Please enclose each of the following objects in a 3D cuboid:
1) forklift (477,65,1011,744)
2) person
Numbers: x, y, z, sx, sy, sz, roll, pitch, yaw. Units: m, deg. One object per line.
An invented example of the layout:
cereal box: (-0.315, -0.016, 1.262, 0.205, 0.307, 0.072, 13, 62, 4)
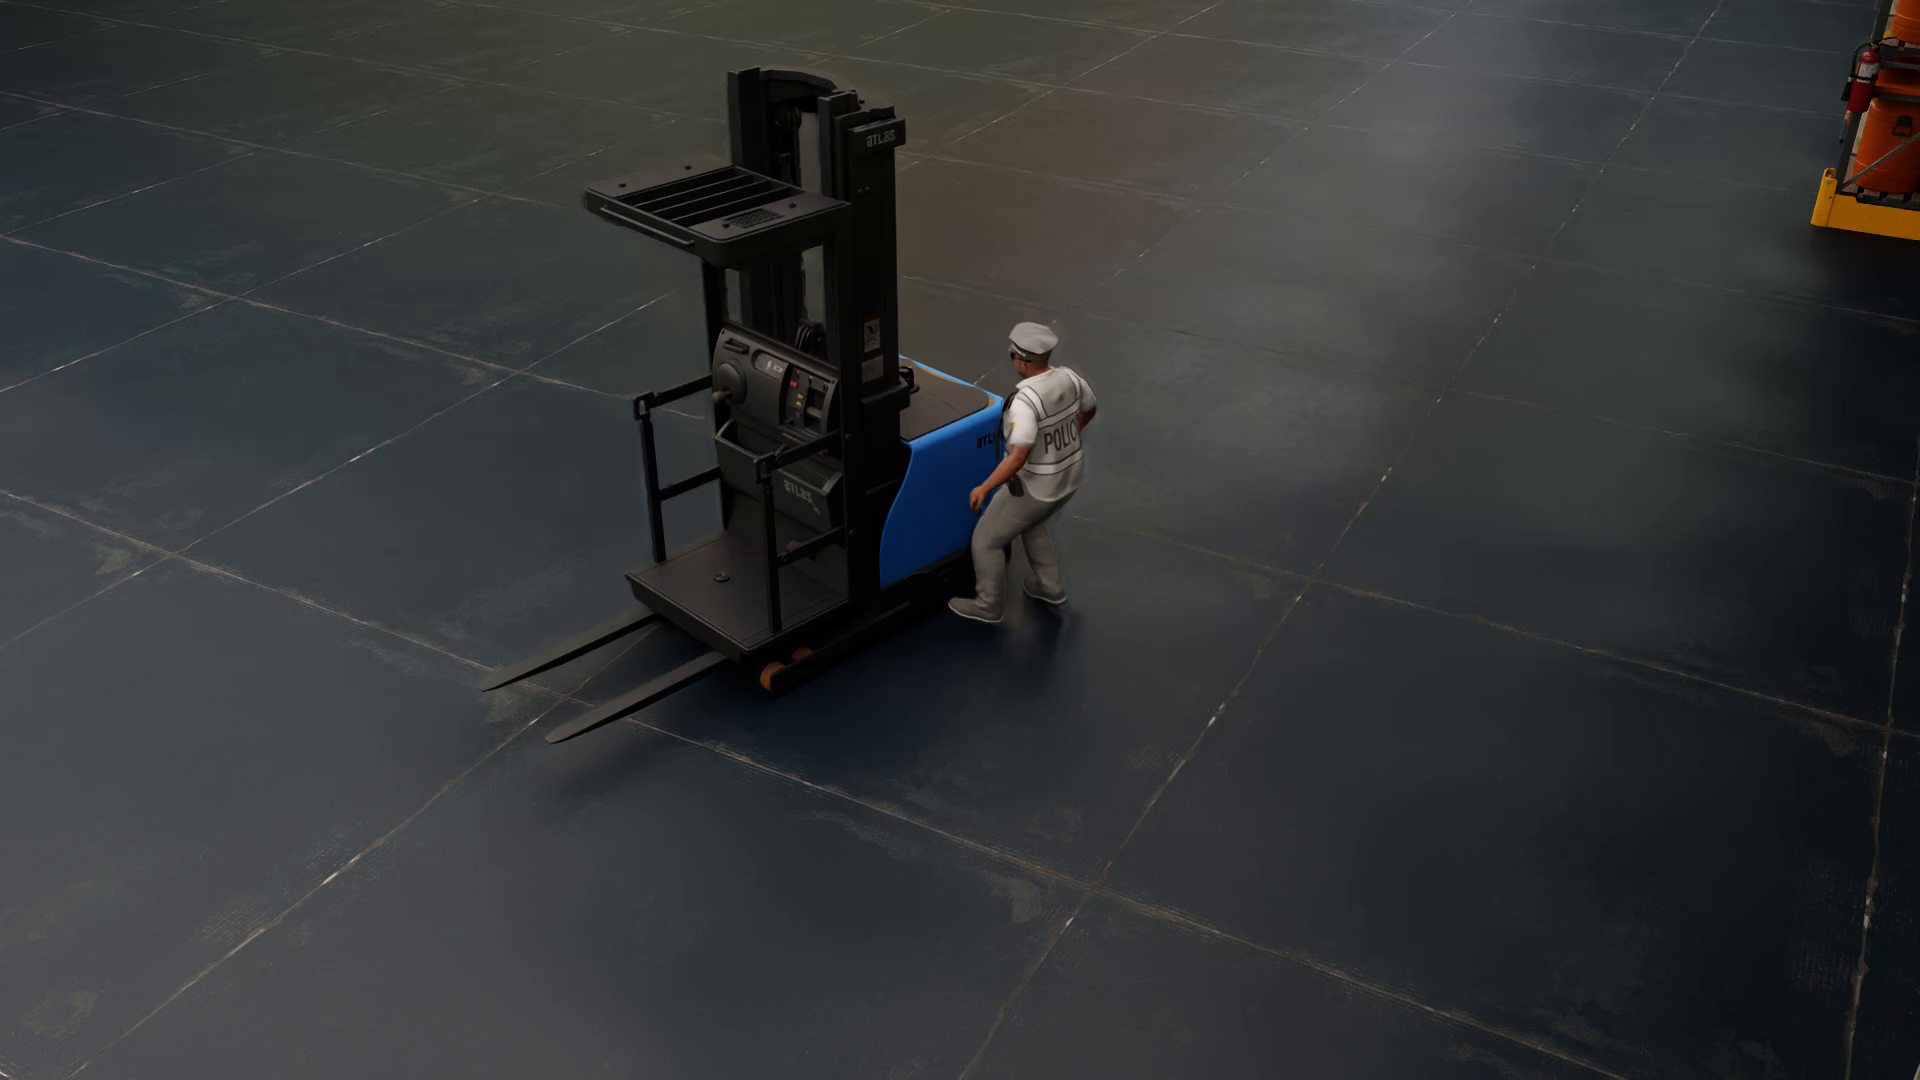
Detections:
forklift: (-1.102, -0.762, 8.391, 3.031, 2.935, 1.130, -26, 39, -38)
person: (0.336, -0.365, 8.942, 0.594, 1.713, 0.901, 23, 37, 34)
